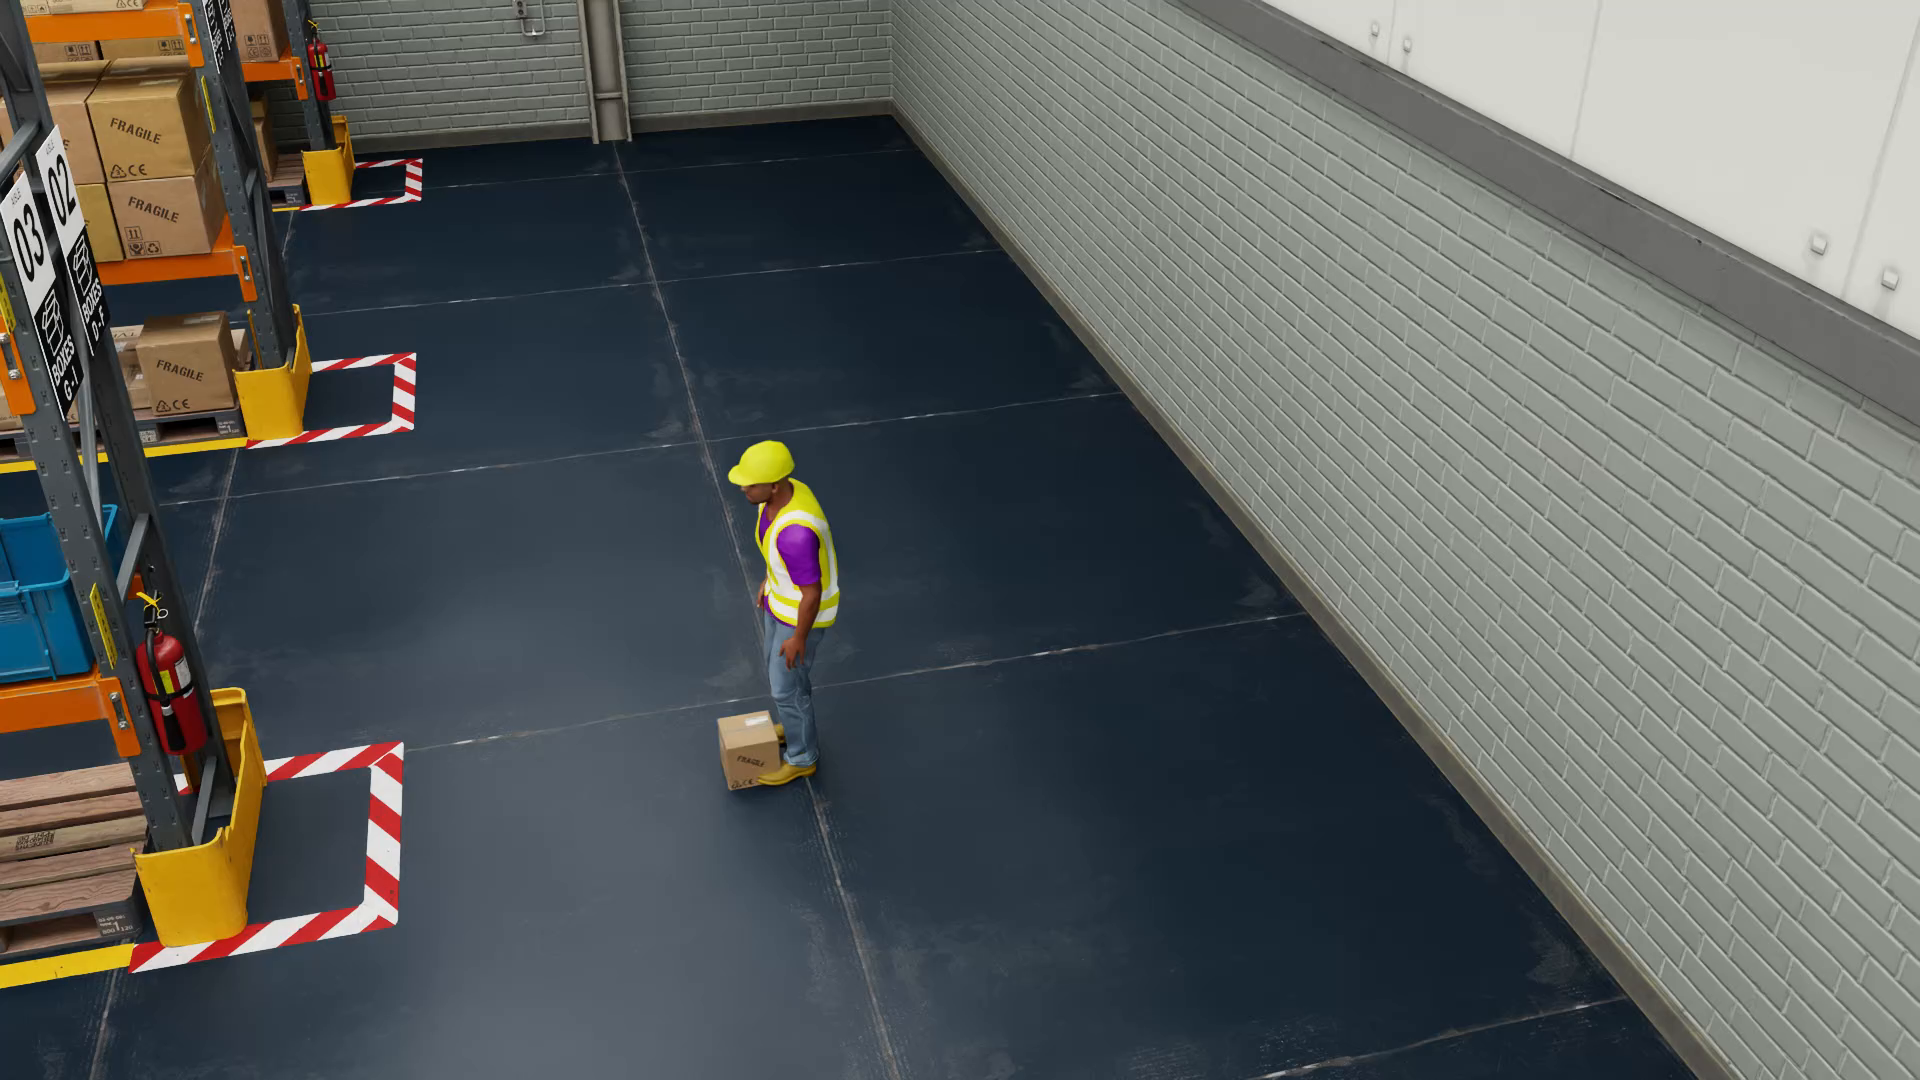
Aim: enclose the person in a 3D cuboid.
[{"bbox_3d":[-0.794,0.321,7.668,0.457,1.760,0.613,-9,31,-15],"label":"person"}]
